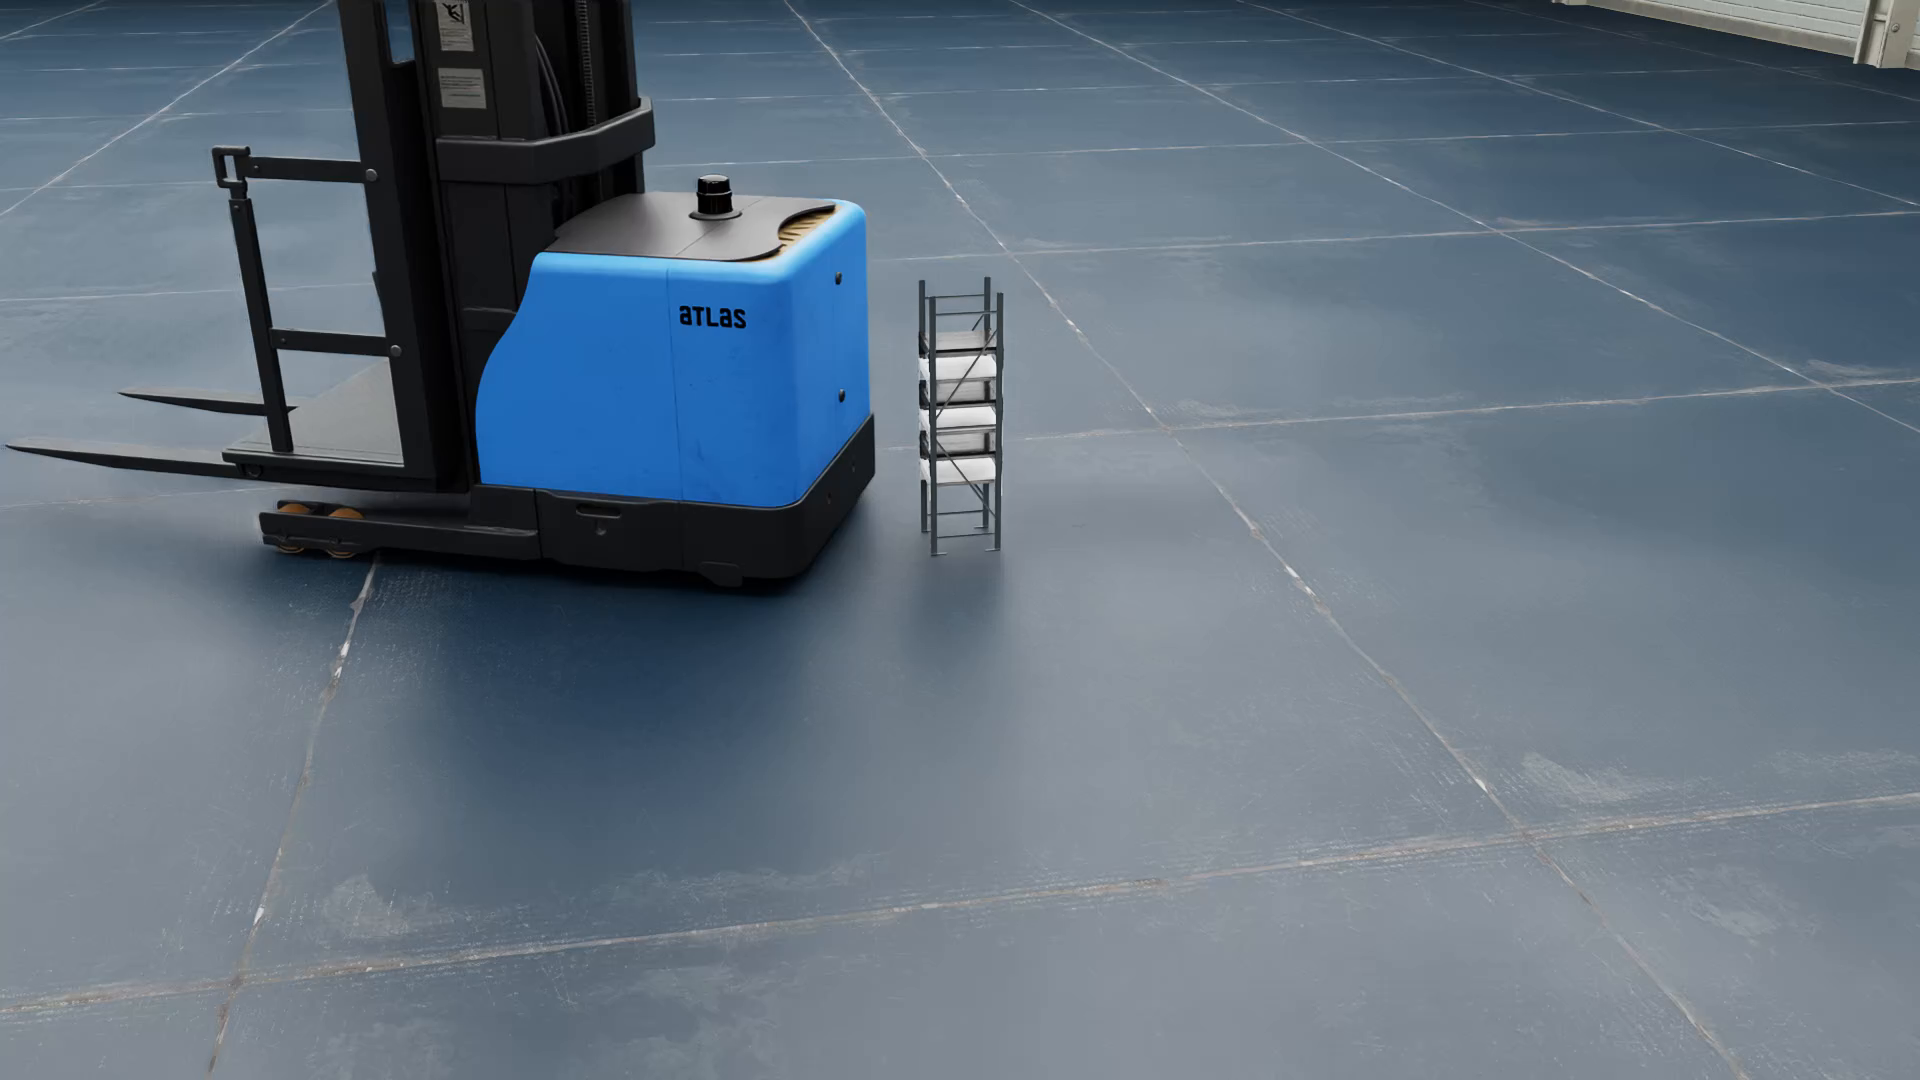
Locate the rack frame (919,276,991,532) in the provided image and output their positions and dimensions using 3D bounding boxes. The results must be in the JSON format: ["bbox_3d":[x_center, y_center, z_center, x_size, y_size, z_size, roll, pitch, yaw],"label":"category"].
[{"bbox_3d":[-0.017,-0.449,5.654,0.240,0.900,0.006,-4,24,-10],"label":"rack frame"}]

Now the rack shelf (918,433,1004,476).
[{"bbox_3d":[0.001,-0.296,5.612,0.258,0.077,0.200,-4,24,-10],"label":"rack shelf"}]

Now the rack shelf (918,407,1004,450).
[{"bbox_3d":[0.001,-0.379,5.576,0.258,0.077,0.200,-4,24,-10],"label":"rack shelf"}]

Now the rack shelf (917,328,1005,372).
[{"bbox_3d":[0.001,-0.626,5.468,0.258,0.077,0.200,-4,24,-10],"label":"rack shelf"}]

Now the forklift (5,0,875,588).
[{"bbox_3d":[-1.884,-1.480,5.476,3.031,2.935,1.130,5,24,11],"label":"forklift"}]

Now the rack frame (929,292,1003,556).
[{"bbox_3d":[0.020,-0.369,5.471,0.240,0.900,0.006,-4,24,-10],"label":"rack frame"}]

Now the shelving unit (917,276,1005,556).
[{"bbox_3d":[0.001,-0.409,5.563,0.258,0.900,0.210,-4,24,-10],"label":"shelving unit"}]

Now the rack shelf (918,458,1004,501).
[{"bbox_3d":[0.001,-0.214,5.648,0.258,0.077,0.200,-4,24,-10],"label":"rack shelf"}]

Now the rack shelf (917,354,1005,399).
[{"bbox_3d":[0.001,-0.544,5.504,0.258,0.077,0.200,-4,24,-10],"label":"rack shelf"}]

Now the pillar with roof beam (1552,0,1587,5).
[{"bbox_3d":[3.846,-10.908,19.482,9.100,9.000,0.400,-4,24,-10],"label":"pillar with roof beam"}]

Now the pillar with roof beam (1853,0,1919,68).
[{"bbox_3d":[4.955,-8.548,14.079,9.100,9.000,0.400,-4,24,-10],"label":"pillar with roof beam"}]

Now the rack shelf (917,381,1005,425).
[{"bbox_3d":[0.001,-0.461,5.540,0.258,0.077,0.200,-4,24,-10],"label":"rack shelf"}]
